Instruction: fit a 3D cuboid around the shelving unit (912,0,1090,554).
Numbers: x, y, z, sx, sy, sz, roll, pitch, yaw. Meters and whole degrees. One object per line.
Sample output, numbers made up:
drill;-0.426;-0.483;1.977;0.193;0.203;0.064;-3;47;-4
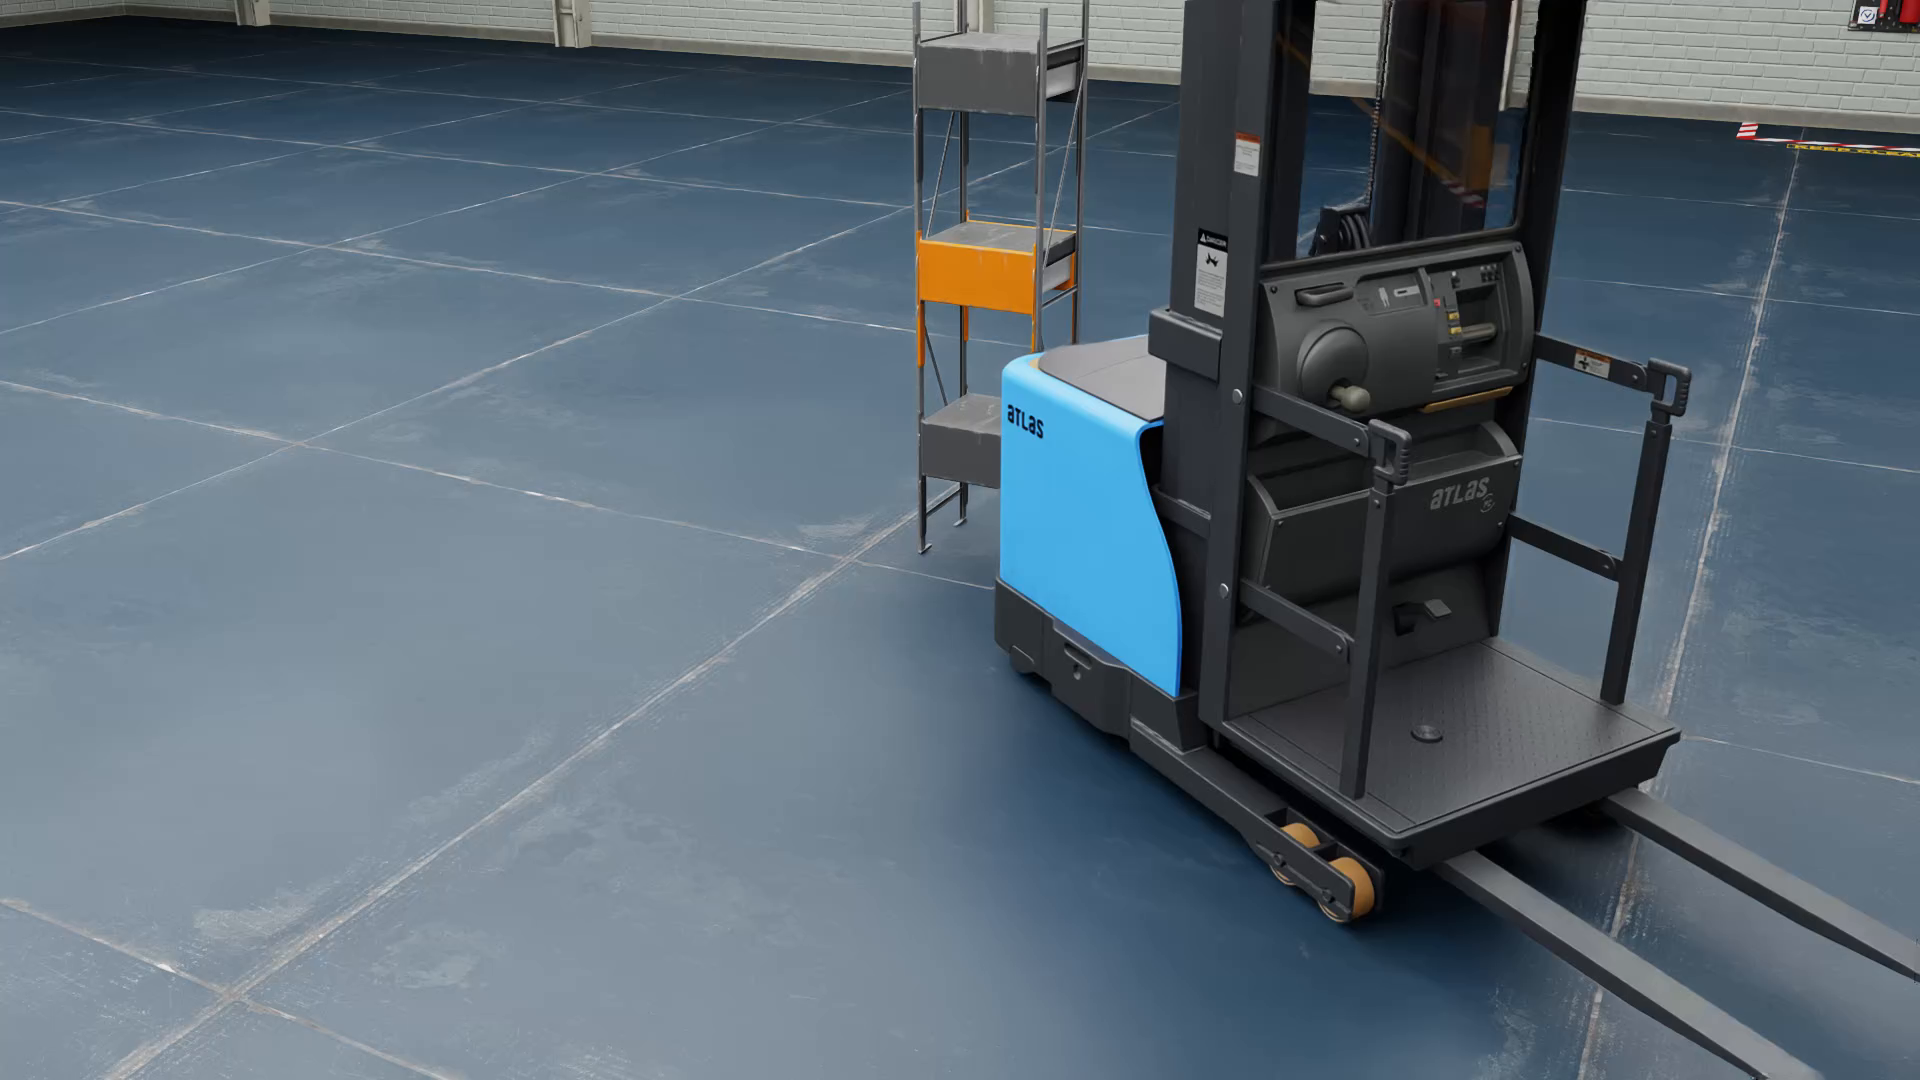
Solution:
shelving unit;0.148;-0.937;6.270;0.503;2.100;0.431;11;25;25

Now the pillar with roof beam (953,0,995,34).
pillar with roof beam;-1.779;-8.224;14.589;0.400;9.000;9.100;11;25;25

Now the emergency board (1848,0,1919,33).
emergency board;8.684;-5.297;15.374;0.643;1.169;0.194;11;25;25

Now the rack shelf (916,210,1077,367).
rack shelf;0.148;-0.924;6.276;0.480;0.518;0.431;11;25;25

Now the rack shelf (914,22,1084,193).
rack shelf;0.148;-1.569;6.002;0.480;0.518;0.431;11;25;25

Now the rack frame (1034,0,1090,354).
rack frame;0.365;-0.894;6.169;0.015;2.100;0.400;11;25;25

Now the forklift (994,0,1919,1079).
forklift;1.299;-0.549;4.295;1.130;2.935;3.031;-13;26;-28

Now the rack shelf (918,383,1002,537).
rack shelf;0.148;-0.280;6.550;0.480;0.518;0.431;11;25;25

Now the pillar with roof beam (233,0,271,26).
pillar with roof beam;-12.488;-10.343;19.572;0.400;9.000;9.100;11;25;25

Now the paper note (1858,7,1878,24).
paper note;8.557;-4.947;15.676;0.142;0.148;0.016;11;25;25

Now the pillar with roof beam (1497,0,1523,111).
pillar with roof beam;3.575;-7.164;12.098;0.400;9.000;9.100;11;25;25

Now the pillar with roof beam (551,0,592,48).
pillar with roof beam;-7.134;-9.283;17.081;0.400;9.000;9.100;11;25;25

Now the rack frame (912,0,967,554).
rack frame;-0.070;-0.980;6.372;0.015;2.100;0.400;11;25;25
